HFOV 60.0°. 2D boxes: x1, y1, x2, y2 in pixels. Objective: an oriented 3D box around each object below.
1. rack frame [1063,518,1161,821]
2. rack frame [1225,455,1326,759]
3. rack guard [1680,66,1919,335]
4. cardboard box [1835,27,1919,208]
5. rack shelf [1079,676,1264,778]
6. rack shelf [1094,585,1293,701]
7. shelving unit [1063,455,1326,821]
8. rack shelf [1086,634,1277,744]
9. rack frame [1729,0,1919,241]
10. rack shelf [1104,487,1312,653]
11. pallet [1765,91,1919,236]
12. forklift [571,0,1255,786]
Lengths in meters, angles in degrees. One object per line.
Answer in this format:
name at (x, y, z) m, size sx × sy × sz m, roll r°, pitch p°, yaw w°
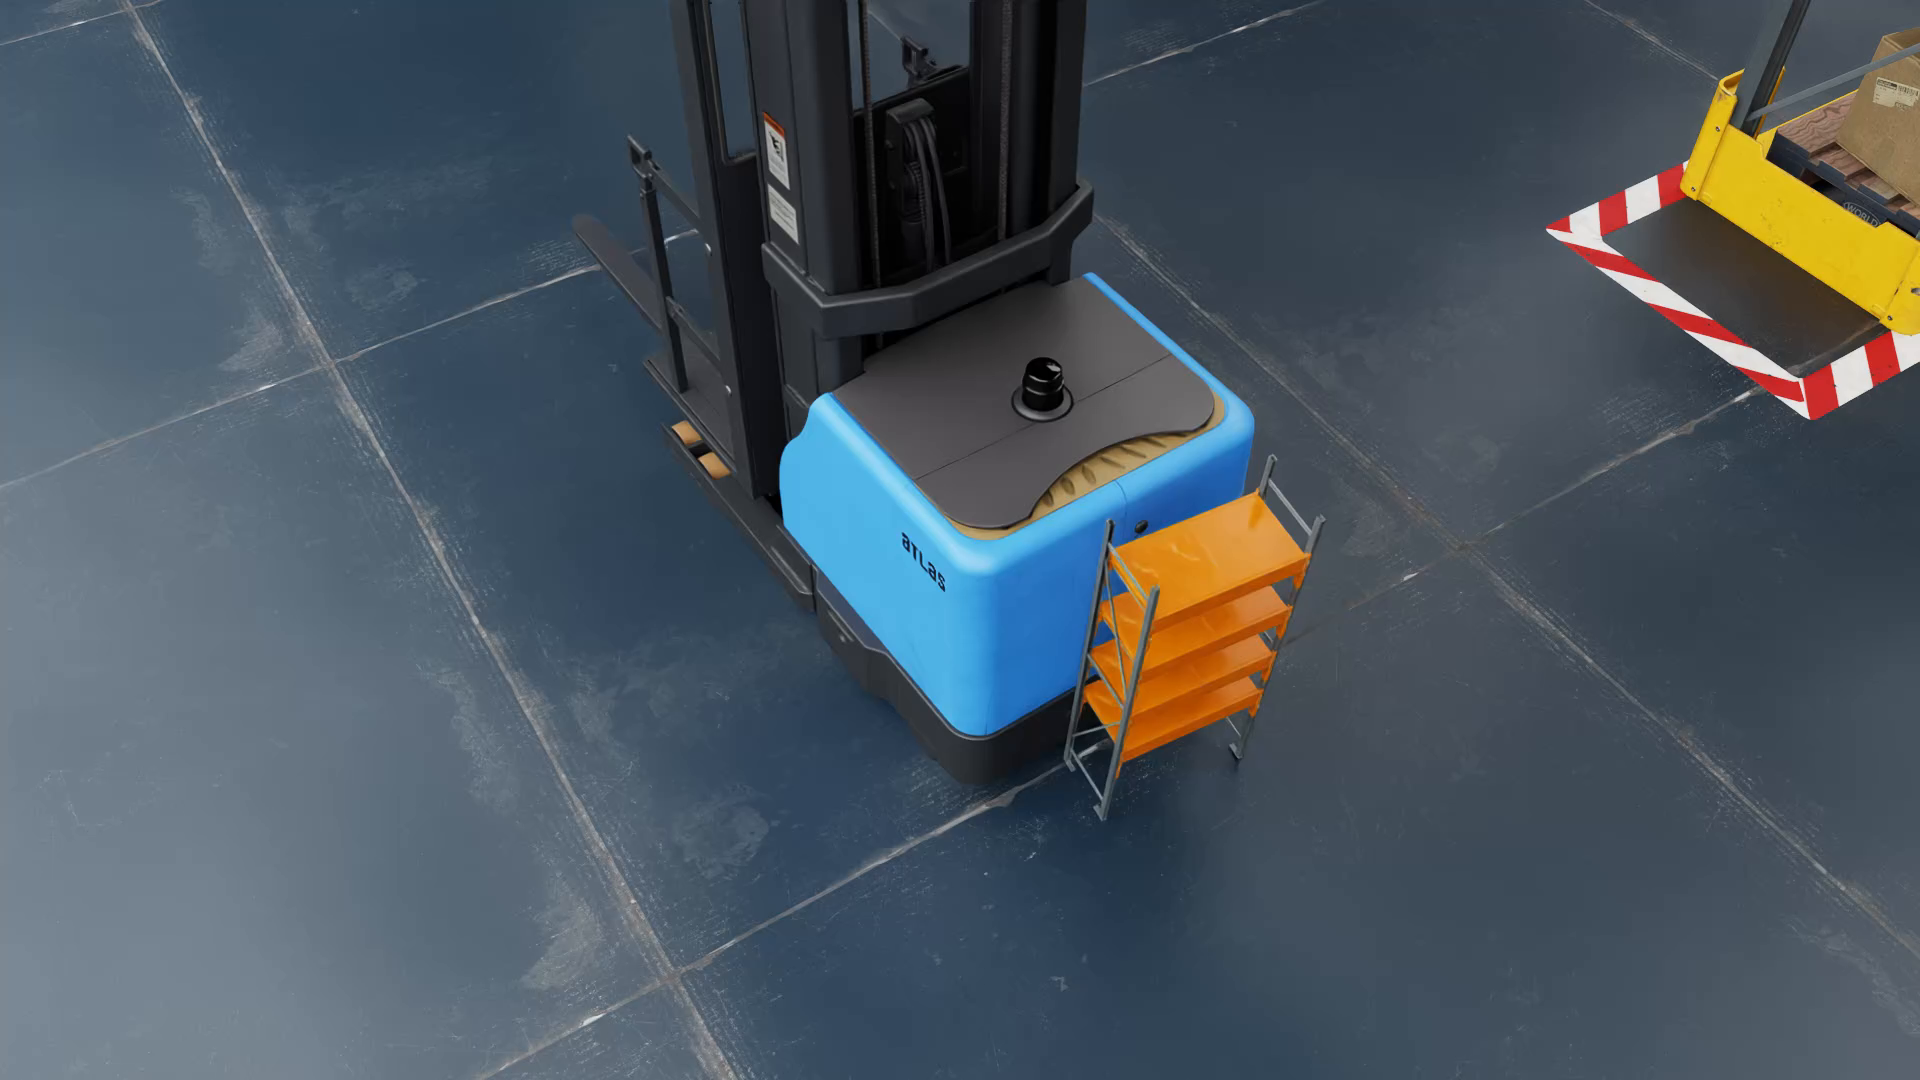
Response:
rack frame at (0.403, 0.395, 4.581) m, size 0.015 × 1.200 × 0.240 m, roll -21°, pitch 57°, yaw -18°
rack frame at (0.837, 0.228, 4.729) m, size 0.015 × 1.200 × 0.240 m, roll -21°, pitch 57°, yaw -18°
rack guard at (3.501, -1.380, 6.644) m, size 0.348 × 0.500 × 1.175 m, roll -25°, pitch 53°, yaw -21°
cardboard box at (3.973, -1.727, 6.672) m, size 0.500 × 0.500 × 0.500 m, roll -16°, pitch 50°, yaw -14°
rack shelf at (0.609, 0.472, 4.867) m, size 0.480 × 0.148 × 0.258 m, roll -21°, pitch 57°, yaw -18°
rack shelf at (0.626, 0.217, 4.530) m, size 0.480 × 0.148 × 0.258 m, roll -21°, pitch 57°, yaw -18°
shelving unit at (0.620, 0.312, 4.655) m, size 0.503 × 1.200 × 0.258 m, roll -21°, pitch 57°, yaw -18°
rack shelf at (0.617, 0.352, 4.709) m, size 0.480 × 0.148 × 0.258 m, roll -21°, pitch 57°, yaw -18°
rack frame at (3.436, -2.181, 5.683) m, size 0.127 × 3.000 × 1.000 m, roll -25°, pitch 53°, yaw -21°
rack shelf at (0.636, 0.075, 4.342) m, size 0.480 × 0.148 × 0.258 m, roll -21°, pitch 57°, yaw -18°
pallet at (4.206, -1.585, 7.020) m, size 1.213 × 0.211 × 1.003 m, roll -25°, pitch 53°, yaw -21°
forklift at (-0.406, -1.310, 4.954) m, size 1.130 × 2.935 × 3.031 m, roll -27°, pitch 54°, yaw -22°
